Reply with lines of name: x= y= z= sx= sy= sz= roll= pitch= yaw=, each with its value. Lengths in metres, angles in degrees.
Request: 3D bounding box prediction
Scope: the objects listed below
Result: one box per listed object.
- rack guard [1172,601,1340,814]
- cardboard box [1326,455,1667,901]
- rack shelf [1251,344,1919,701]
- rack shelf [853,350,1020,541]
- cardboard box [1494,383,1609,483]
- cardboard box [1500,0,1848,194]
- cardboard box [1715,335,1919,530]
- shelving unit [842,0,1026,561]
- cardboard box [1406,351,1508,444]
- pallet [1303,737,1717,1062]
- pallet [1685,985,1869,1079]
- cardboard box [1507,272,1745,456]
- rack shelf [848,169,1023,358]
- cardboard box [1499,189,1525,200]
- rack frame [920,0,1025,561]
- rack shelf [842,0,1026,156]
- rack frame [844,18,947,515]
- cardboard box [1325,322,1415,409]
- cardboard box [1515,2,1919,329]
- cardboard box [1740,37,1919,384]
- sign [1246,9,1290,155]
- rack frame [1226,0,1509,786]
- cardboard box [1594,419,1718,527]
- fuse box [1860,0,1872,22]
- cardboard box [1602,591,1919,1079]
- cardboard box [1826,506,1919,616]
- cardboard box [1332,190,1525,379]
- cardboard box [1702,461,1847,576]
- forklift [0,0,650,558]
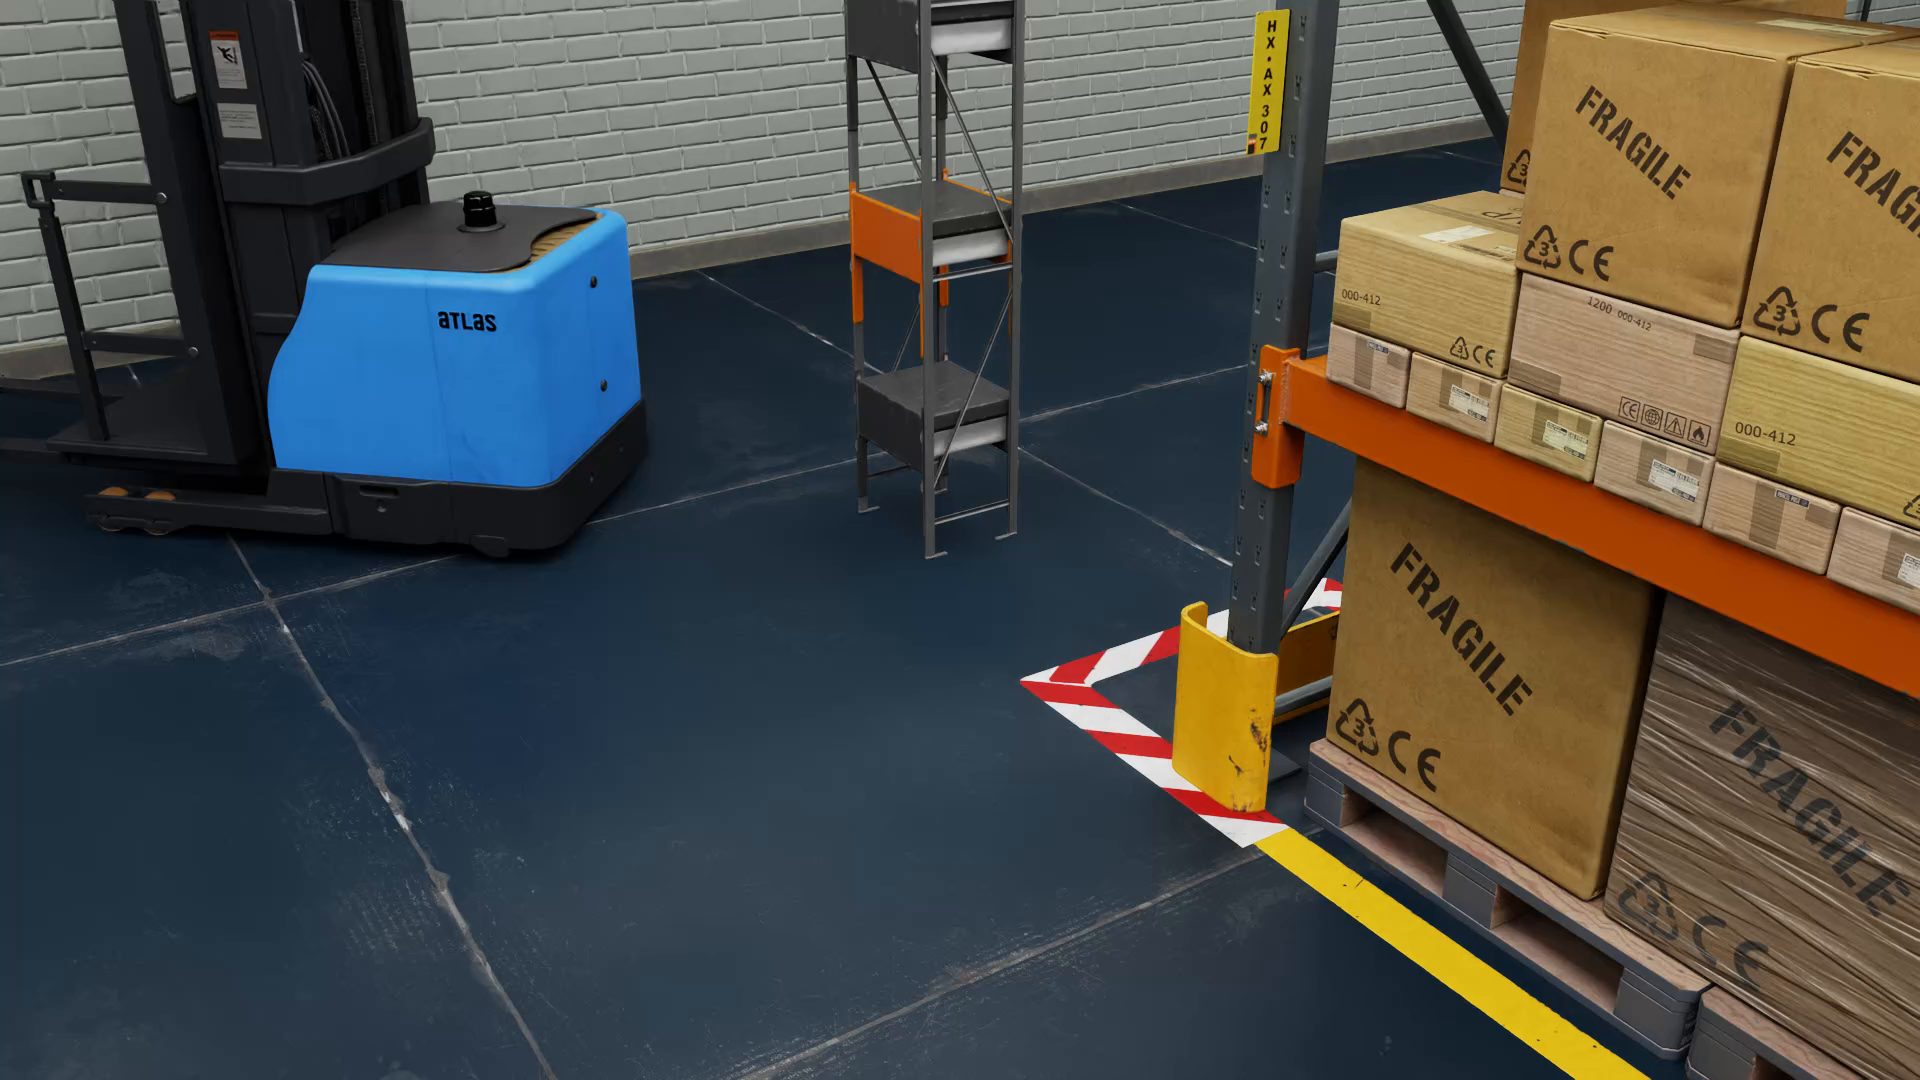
rack guard: x=1.177 y=0.350 z=4.922 sx=1.175 sy=0.500 sz=0.348 roll=-16 pitch=29 yaw=-30
cardboard box: x=1.606 y=0.210 z=4.289 sx=0.875 sy=0.875 sz=0.875 roll=-16 pitch=29 yaw=-30
rack shelf: x=2.282 y=0.269 z=3.009 sx=1.077 sy=0.370 sz=4.000 roll=-16 pitch=29 yaw=-30
rack shelf: x=-0.090 y=-0.363 z=6.232 sx=0.431 sy=0.518 sz=0.480 roll=-16 pitch=29 yaw=-30
cardboard box: x=1.388 y=-0.271 z=3.605 sx=0.380 sy=0.149 sz=0.250 roll=-16 pitch=30 yaw=-31
cardboard box: x=1.676 y=-1.064 z=3.940 sx=0.500 sy=0.500 sz=0.500 roll=-15 pitch=29 yaw=-29
cardboard box: x=1.786 y=-0.239 z=3.069 sx=0.500 sy=0.250 sz=0.500 roll=-17 pitch=30 yaw=-31
shelving unit: x=-0.090 y=-1.009 z=5.927 sx=0.431 sy=2.100 sz=0.503 roll=-16 pitch=29 yaw=-30
cardboard box: x=1.248 y=-0.363 z=3.799 sx=0.380 sy=0.149 sz=0.250 roll=-16 pitch=30 yaw=-30
pallet: x=1.692 y=0.757 z=4.399 sx=1.003 sy=0.211 sz=1.213 roll=-16 pitch=29 yaw=-30
pallet: x=2.354 y=1.193 z=3.475 sx=1.003 sy=0.211 sz=1.213 roll=-16 pitch=29 yaw=-30
cardboard box: x=1.515 y=-0.419 z=3.452 sx=0.500 sy=0.250 sz=0.500 roll=-16 pitch=30 yaw=-30
rack shelf: x=-0.090 y=-0.996 z=5.933 sx=0.431 sy=0.518 sz=0.480 roll=-16 pitch=29 yaw=-30
cardboard box: x=1.677 y=-0.727 z=4.103 sx=0.500 sy=0.250 sz=0.500 roll=-16 pitch=30 yaw=-30
rack frame: x=0.043 y=-0.921 z=5.742 sx=0.400 sy=2.100 sz=0.015 roll=-16 pitch=29 yaw=-30
rack shelf: x=-0.090 y=-1.629 z=5.634 sx=0.431 sy=0.518 sz=0.480 roll=-16 pitch=29 yaw=-30
rack frame: x=-0.224 y=-1.096 z=6.112 sx=0.400 sy=2.100 sz=0.015 roll=-16 pitch=29 yaw=-30
cardboard box: x=1.107 y=-0.454 z=3.992 sx=0.380 sy=0.149 sz=0.250 roll=-15 pitch=29 yaw=-29
cardboard box: x=1.498 y=-0.764 z=3.303 sx=0.500 sy=0.500 sz=0.500 roll=-16 pitch=30 yaw=-31
cardboard box: x=1.786 y=-0.580 z=2.914 sx=0.500 sy=0.500 sz=0.500 roll=-16 pitch=30 yaw=-31
sign: x=0.721 y=-1.072 z=3.899 sx=0.100 sy=0.325 sz=0.005 roll=-16 pitch=29 yaw=-30
rack frame: x=1.190 y=-0.772 z=4.371 sx=1.000 sy=3.000 sz=0.127 roll=-16 pitch=29 yaw=-30
cardboard box: x=1.532 y=-0.178 z=3.408 sx=0.380 sy=0.149 sz=0.250 roll=-16 pitch=30 yaw=-30
fuse box: x=8.235 y=-4.947 z=14.725 sx=0.539 sy=1.711 sz=0.414 roll=-16 pitch=29 yaw=-30
cardboard box: x=2.103 y=0.535 z=3.600 sx=0.875 sy=0.875 sz=0.875 roll=-16 pitch=29 yaw=-30
cardboard box: x=1.811 y=0.005 z=3.019 sx=0.380 sy=0.149 sz=0.250 roll=-16 pitch=30 yaw=-30
cardboard box: x=1.226 y=-0.604 z=3.842 sx=0.500 sy=0.250 sz=0.500 roll=-16 pitch=30 yaw=-31
cardboard box: x=1.670 y=-0.087 z=3.215 sx=0.380 sy=0.149 sz=0.250 roll=-16 pitch=30 yaw=-31
forklift: x=-2.846 y=-1.557 z=6.115 sx=3.031 sy=2.935 sz=1.130 roll=5 pitch=26 yaw=10
